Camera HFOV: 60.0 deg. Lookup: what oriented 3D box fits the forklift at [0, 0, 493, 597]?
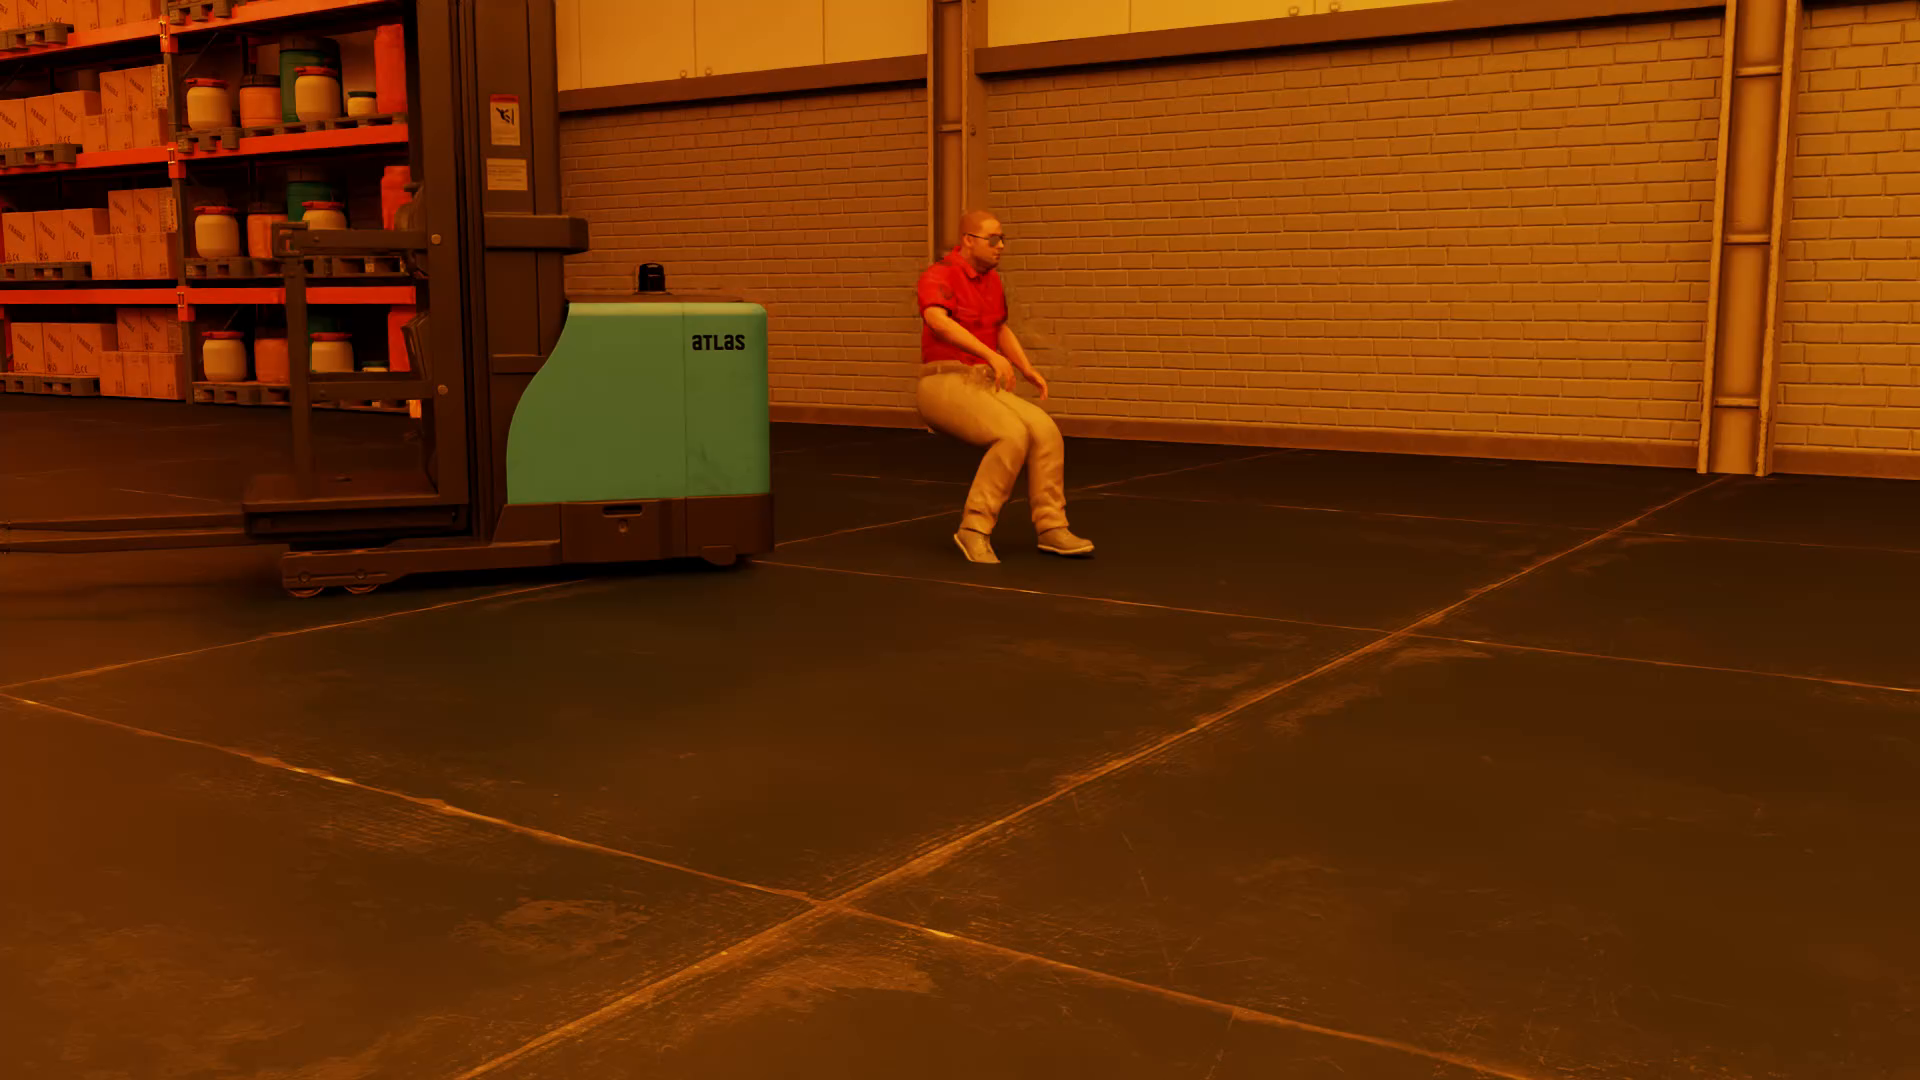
[{"bbox_3d":[-2.398,-1.288,6.477,2.884,2.867,1.101,-3,9,-20],"label":"forklift"}]
